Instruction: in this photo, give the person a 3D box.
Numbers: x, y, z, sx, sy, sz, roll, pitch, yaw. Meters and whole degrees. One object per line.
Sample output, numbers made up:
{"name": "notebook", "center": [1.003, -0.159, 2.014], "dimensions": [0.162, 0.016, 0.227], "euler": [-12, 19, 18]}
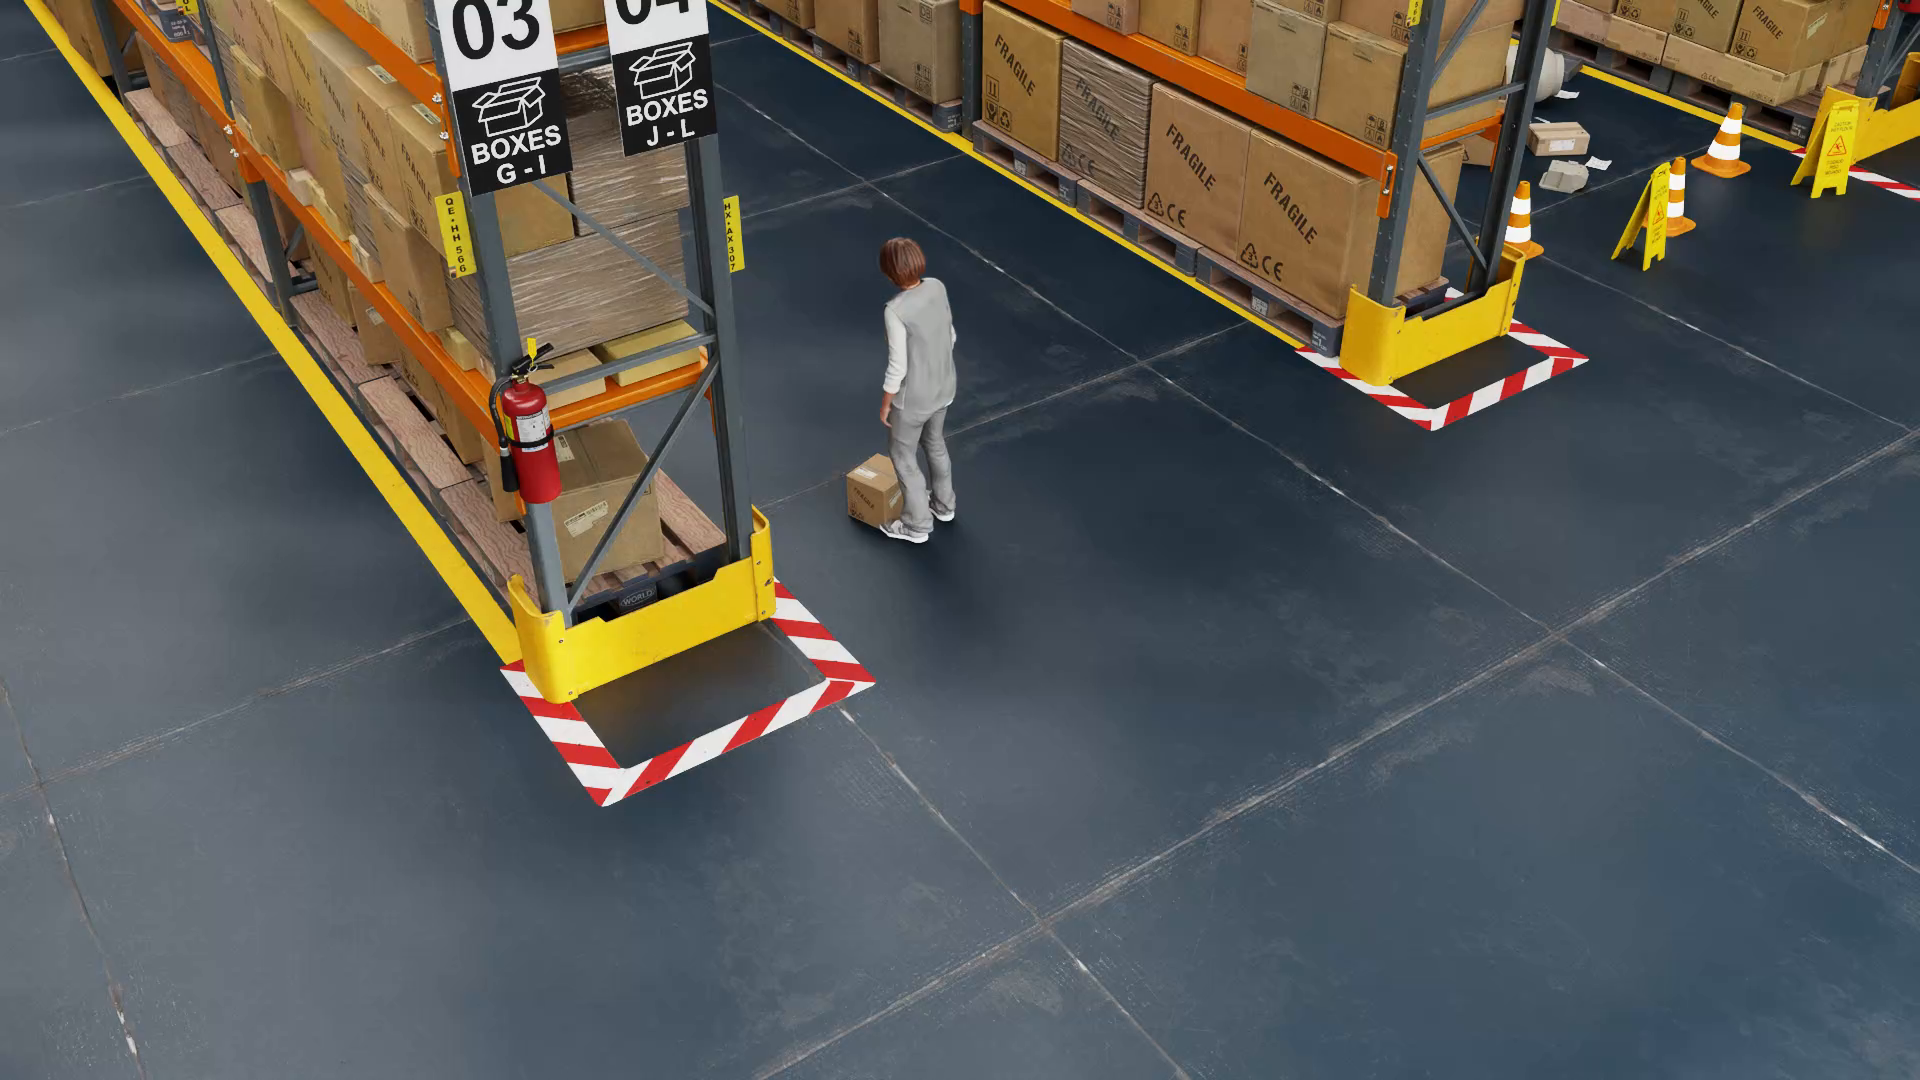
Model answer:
{"name": "person", "center": [-0.202, -0.701, 7.944], "dimensions": [0.346, 1.592, 0.465], "euler": [26, 44, 30]}
